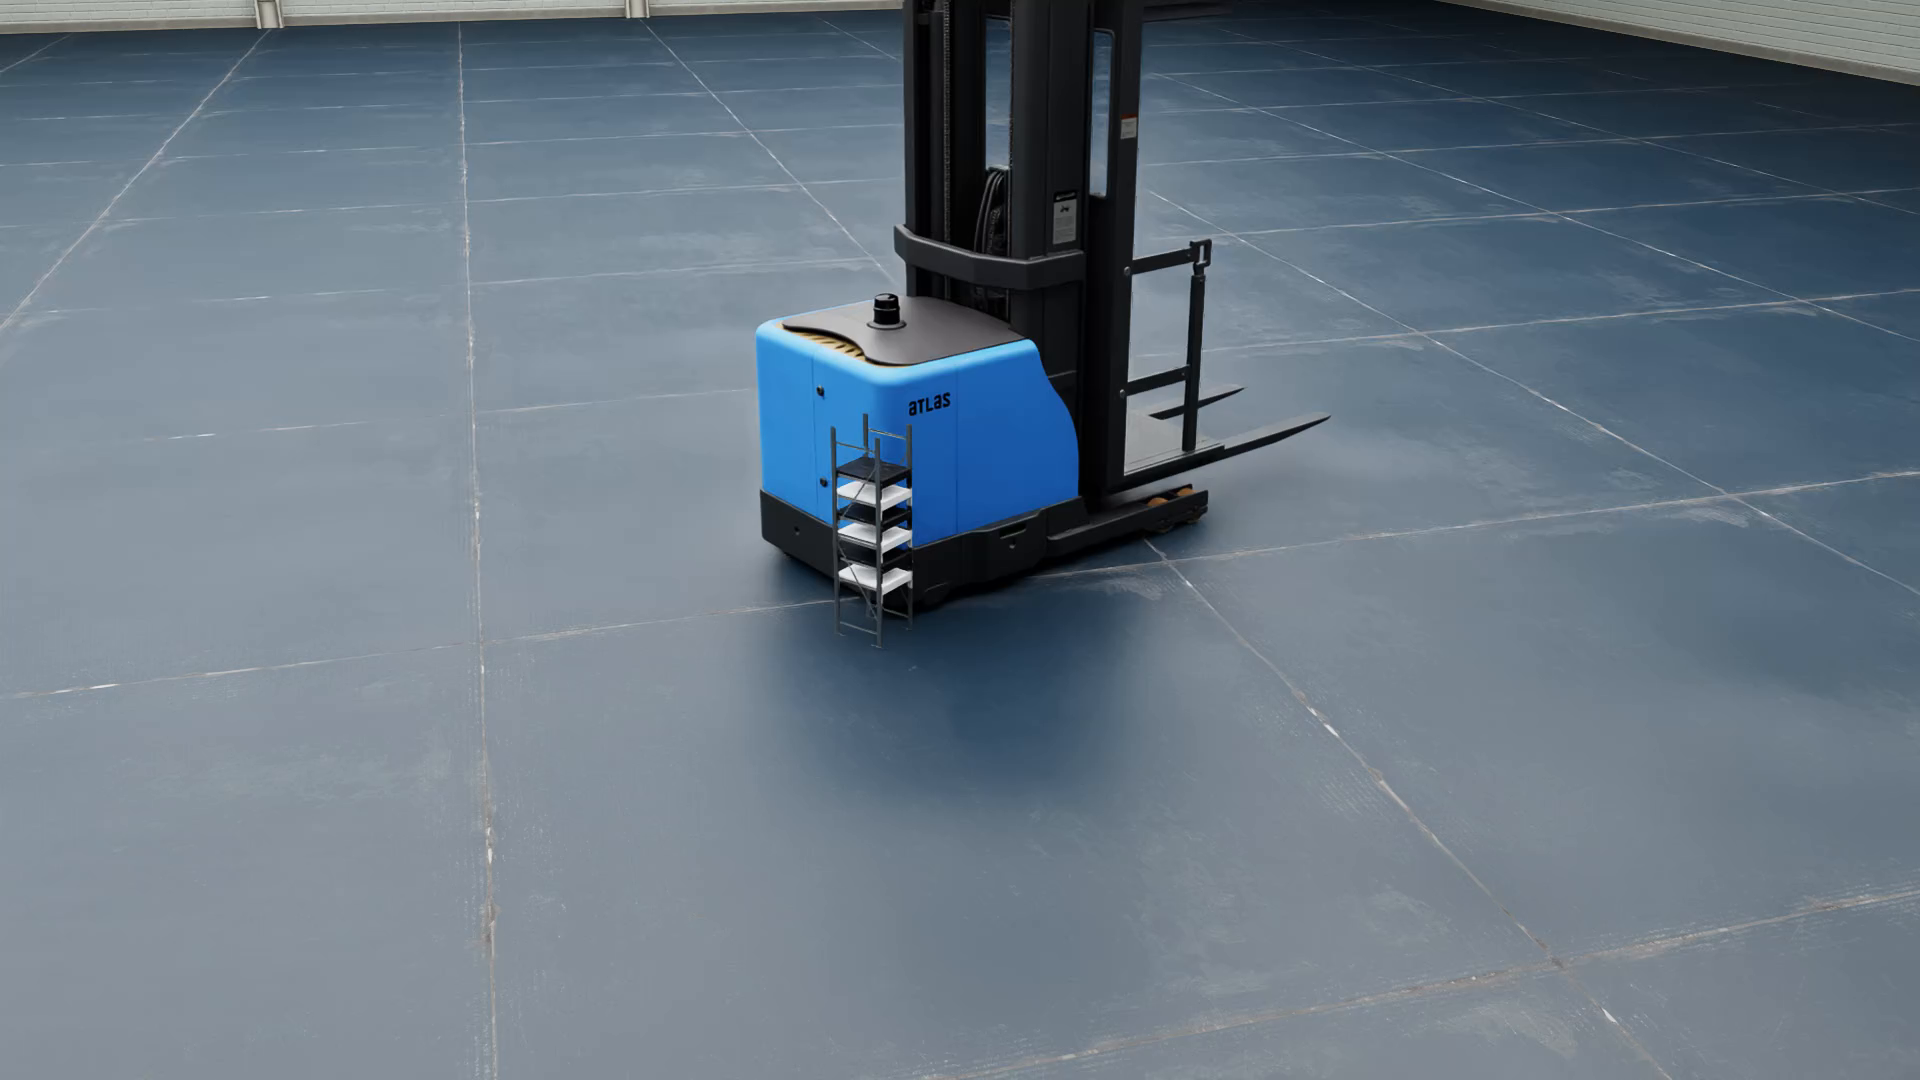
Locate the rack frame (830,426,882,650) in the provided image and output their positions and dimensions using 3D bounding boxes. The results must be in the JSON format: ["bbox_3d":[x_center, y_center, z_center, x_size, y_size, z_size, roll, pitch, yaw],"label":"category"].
[{"bbox_3d":[-0.410,-0.001,6.604,0.240,0.900,0.006,16,27,32],"label":"rack frame"}]

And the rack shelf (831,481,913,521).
[{"bbox_3d":[-0.350,-0.168,6.625,0.258,0.077,0.200,16,27,32],"label":"rack shelf"}]

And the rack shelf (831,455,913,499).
[{"bbox_3d":[-0.349,-0.251,6.590,0.258,0.077,0.200,16,27,32],"label":"rack shelf"}]

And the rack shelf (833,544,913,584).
[{"bbox_3d":[-0.352,0.081,6.728,0.258,0.077,0.200,16,27,32],"label":"rack shelf"}]

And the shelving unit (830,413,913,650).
[{"bbox_3d":[-0.351,-0.033,6.681,0.258,0.900,0.210,16,27,32],"label":"shelving unit"}]

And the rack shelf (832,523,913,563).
[{"bbox_3d":[-0.351,-0.002,6.694,0.258,0.077,0.200,16,27,32],"label":"rack shelf"}]

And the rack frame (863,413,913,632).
[{"bbox_3d":[-0.292,-0.064,6.758,0.240,0.900,0.006,16,27,32],"label":"rack frame"}]

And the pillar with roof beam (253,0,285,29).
[{"bbox_3d":[-10.246,-10.997,21.966,0.400,9.000,9.100,-6,24,-14],"label":"pillar with roof beam"}]

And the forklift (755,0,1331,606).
[{"bbox_3d":[0.559,-1.524,7.585,3.031,2.935,1.130,-18,29,-35],"label":"forklift"}]

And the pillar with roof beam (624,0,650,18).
[{"bbox_3d":[-4.469,-11.636,23.455,0.400,9.000,9.100,-6,24,-14],"label":"pillar with roof beam"}]

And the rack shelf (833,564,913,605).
[{"bbox_3d":[-0.352,0.164,6.763,0.258,0.077,0.200,16,27,32],"label":"rack shelf"}]

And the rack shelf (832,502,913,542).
[{"bbox_3d":[-0.350,-0.085,6.659,0.258,0.077,0.200,16,27,32],"label":"rack shelf"}]
